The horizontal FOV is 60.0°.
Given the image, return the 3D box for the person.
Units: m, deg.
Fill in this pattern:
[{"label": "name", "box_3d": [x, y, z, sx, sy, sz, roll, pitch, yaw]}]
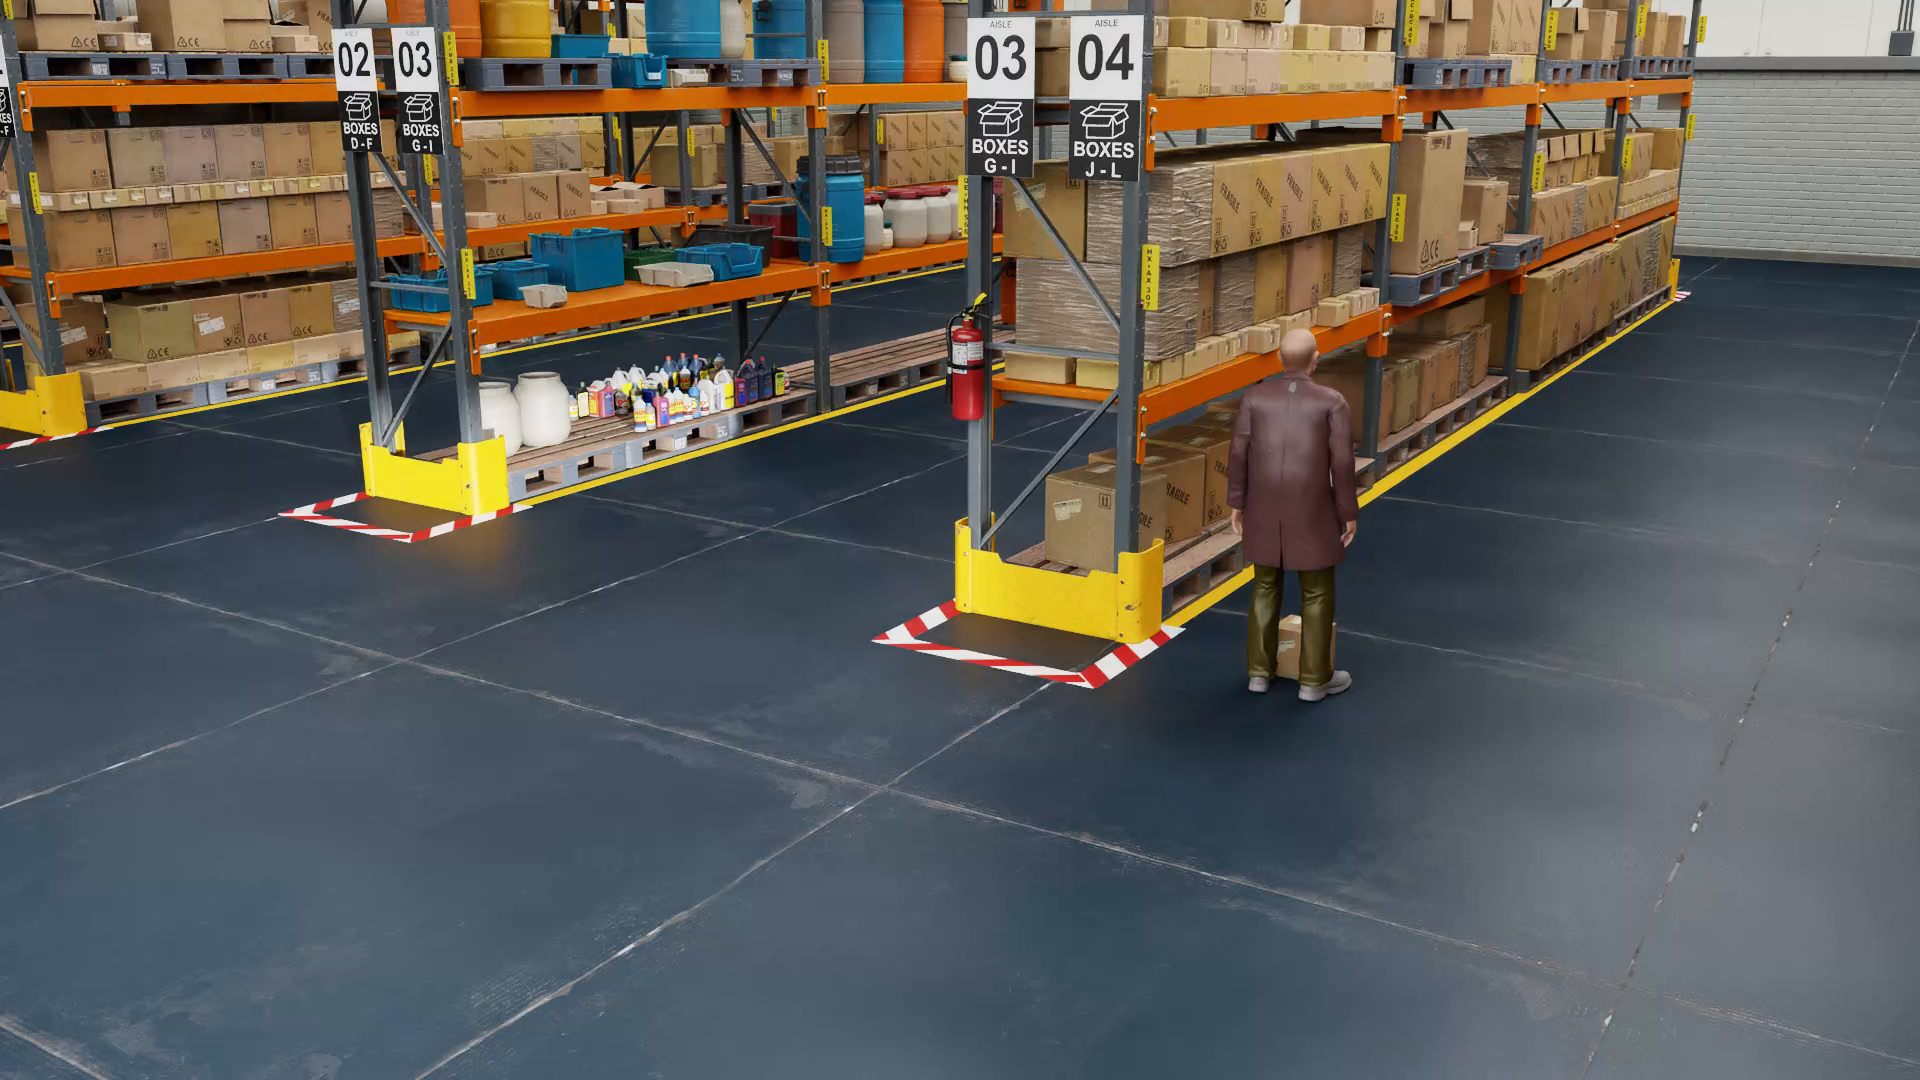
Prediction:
[{"label": "person", "box_3d": [1.594, -0.128, 8.004, 0.654, 1.774, 0.420, 8, 18, 27]}]
